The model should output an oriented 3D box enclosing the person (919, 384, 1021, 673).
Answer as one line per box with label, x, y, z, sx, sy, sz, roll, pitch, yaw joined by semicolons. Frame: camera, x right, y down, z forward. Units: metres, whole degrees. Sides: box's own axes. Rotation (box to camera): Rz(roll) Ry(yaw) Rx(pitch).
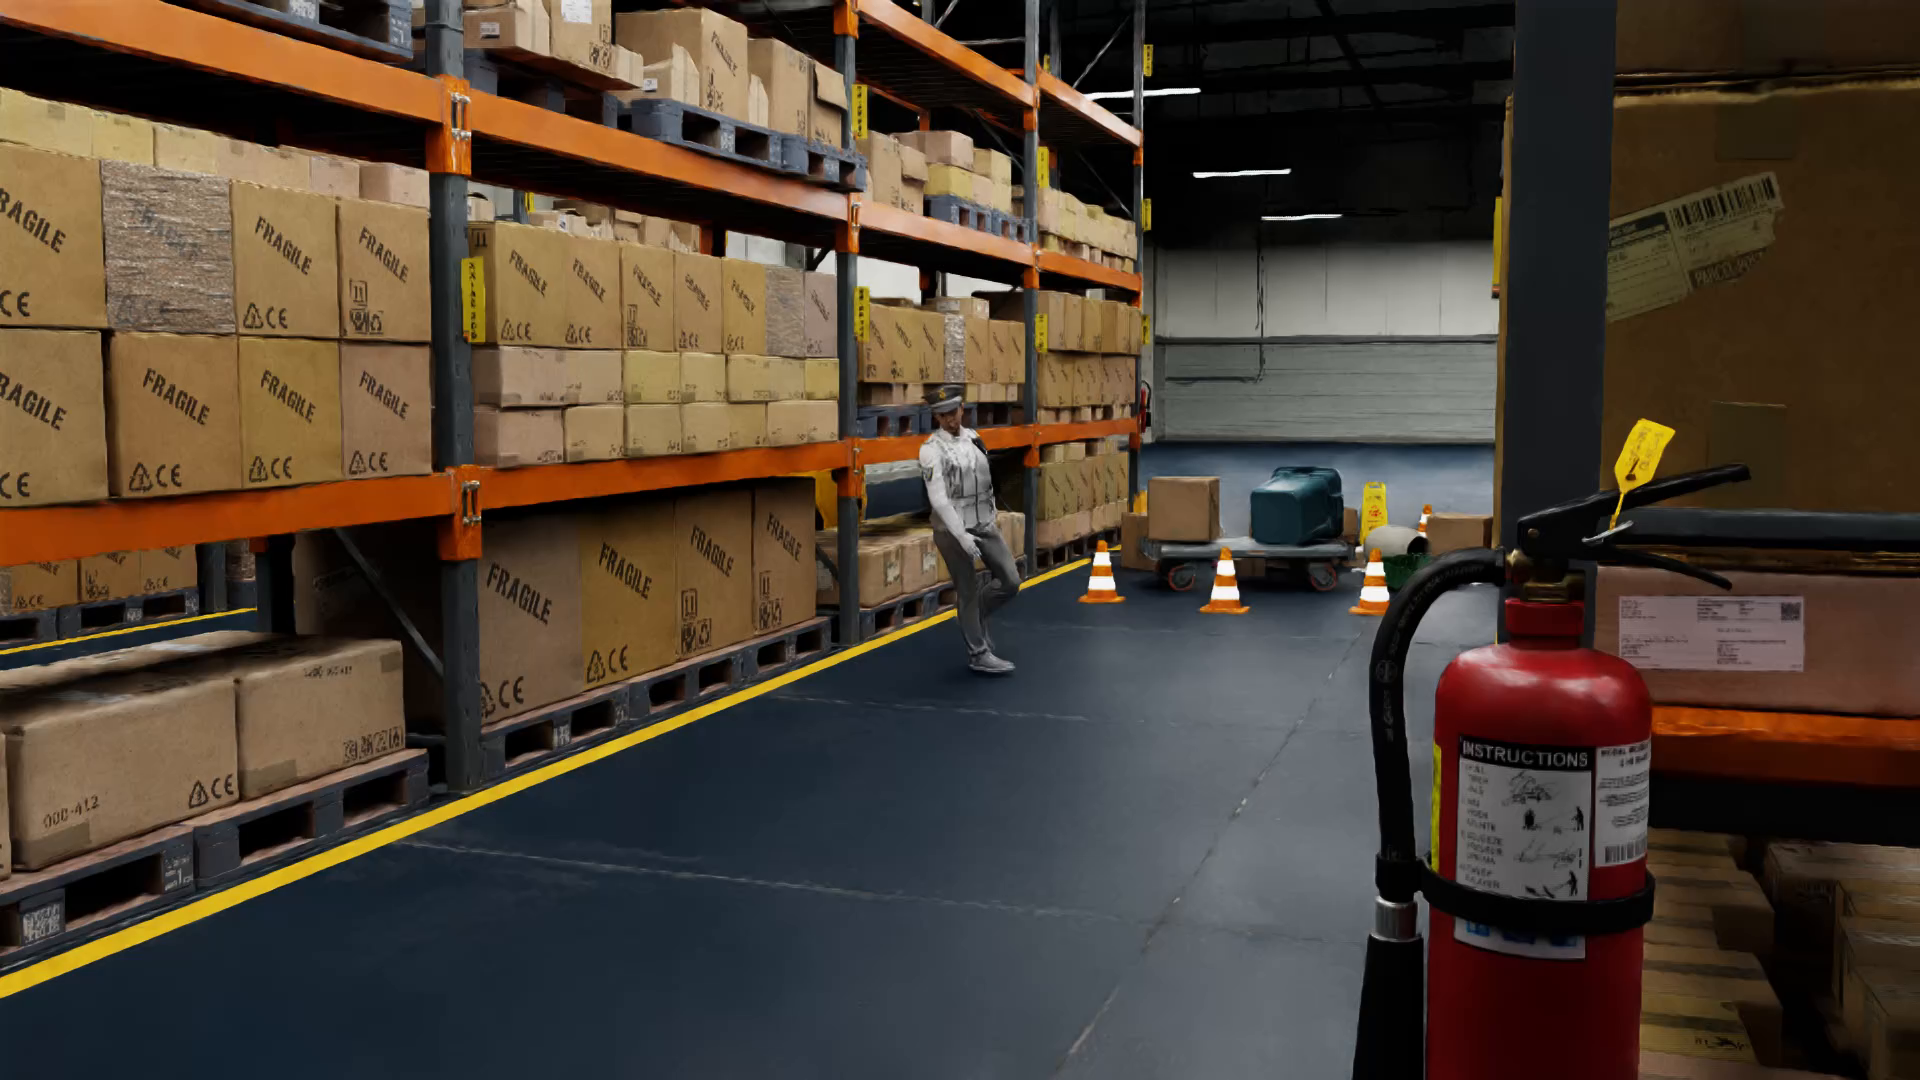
person;0.028;-0.060;9.352;0.625;1.625;0.486;-4;7;-39
